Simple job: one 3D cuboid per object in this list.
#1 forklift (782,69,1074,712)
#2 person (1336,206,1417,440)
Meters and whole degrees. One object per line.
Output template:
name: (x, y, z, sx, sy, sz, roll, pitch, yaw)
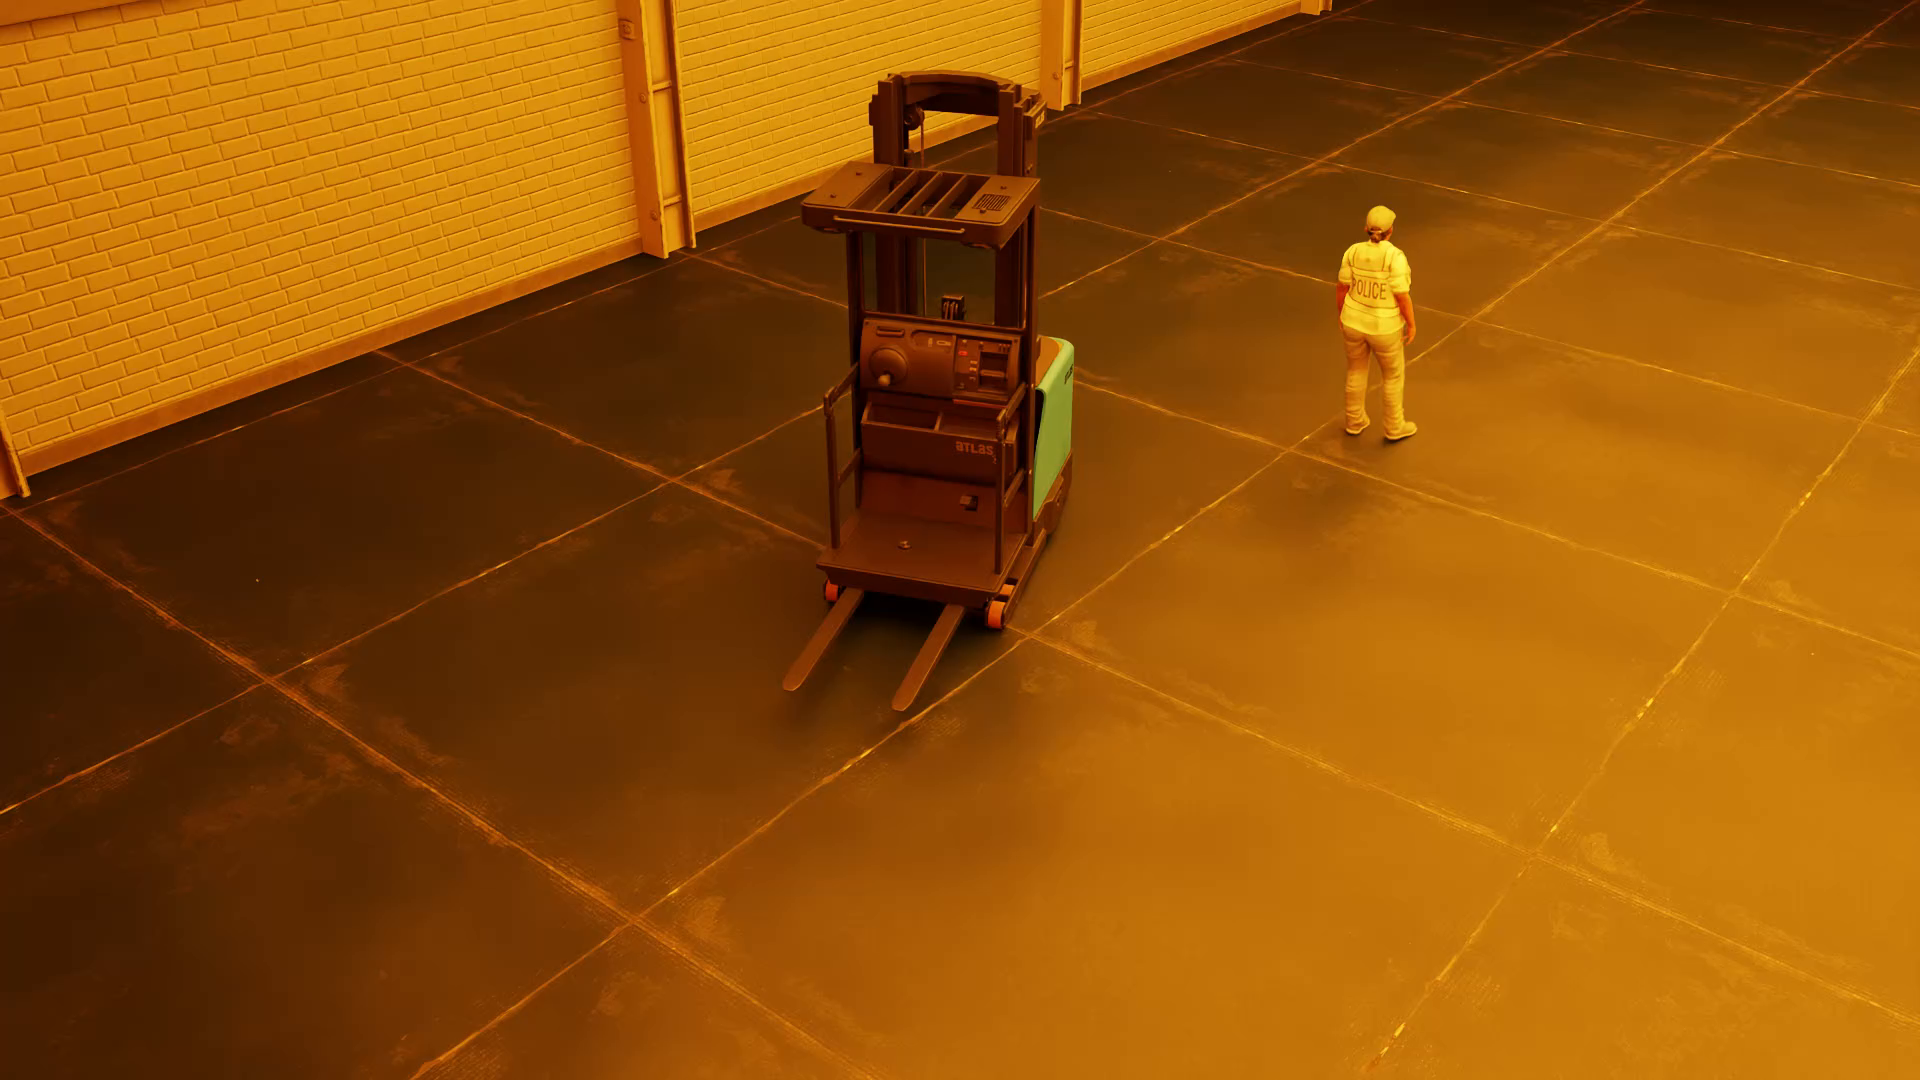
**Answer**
forklift: (-0.176, -0.972, 9.258, 1.130, 2.935, 3.031, 9, 31, 14)
person: (2.879, -1.493, 11.393, 0.590, 1.672, 0.523, 22, 37, 33)
